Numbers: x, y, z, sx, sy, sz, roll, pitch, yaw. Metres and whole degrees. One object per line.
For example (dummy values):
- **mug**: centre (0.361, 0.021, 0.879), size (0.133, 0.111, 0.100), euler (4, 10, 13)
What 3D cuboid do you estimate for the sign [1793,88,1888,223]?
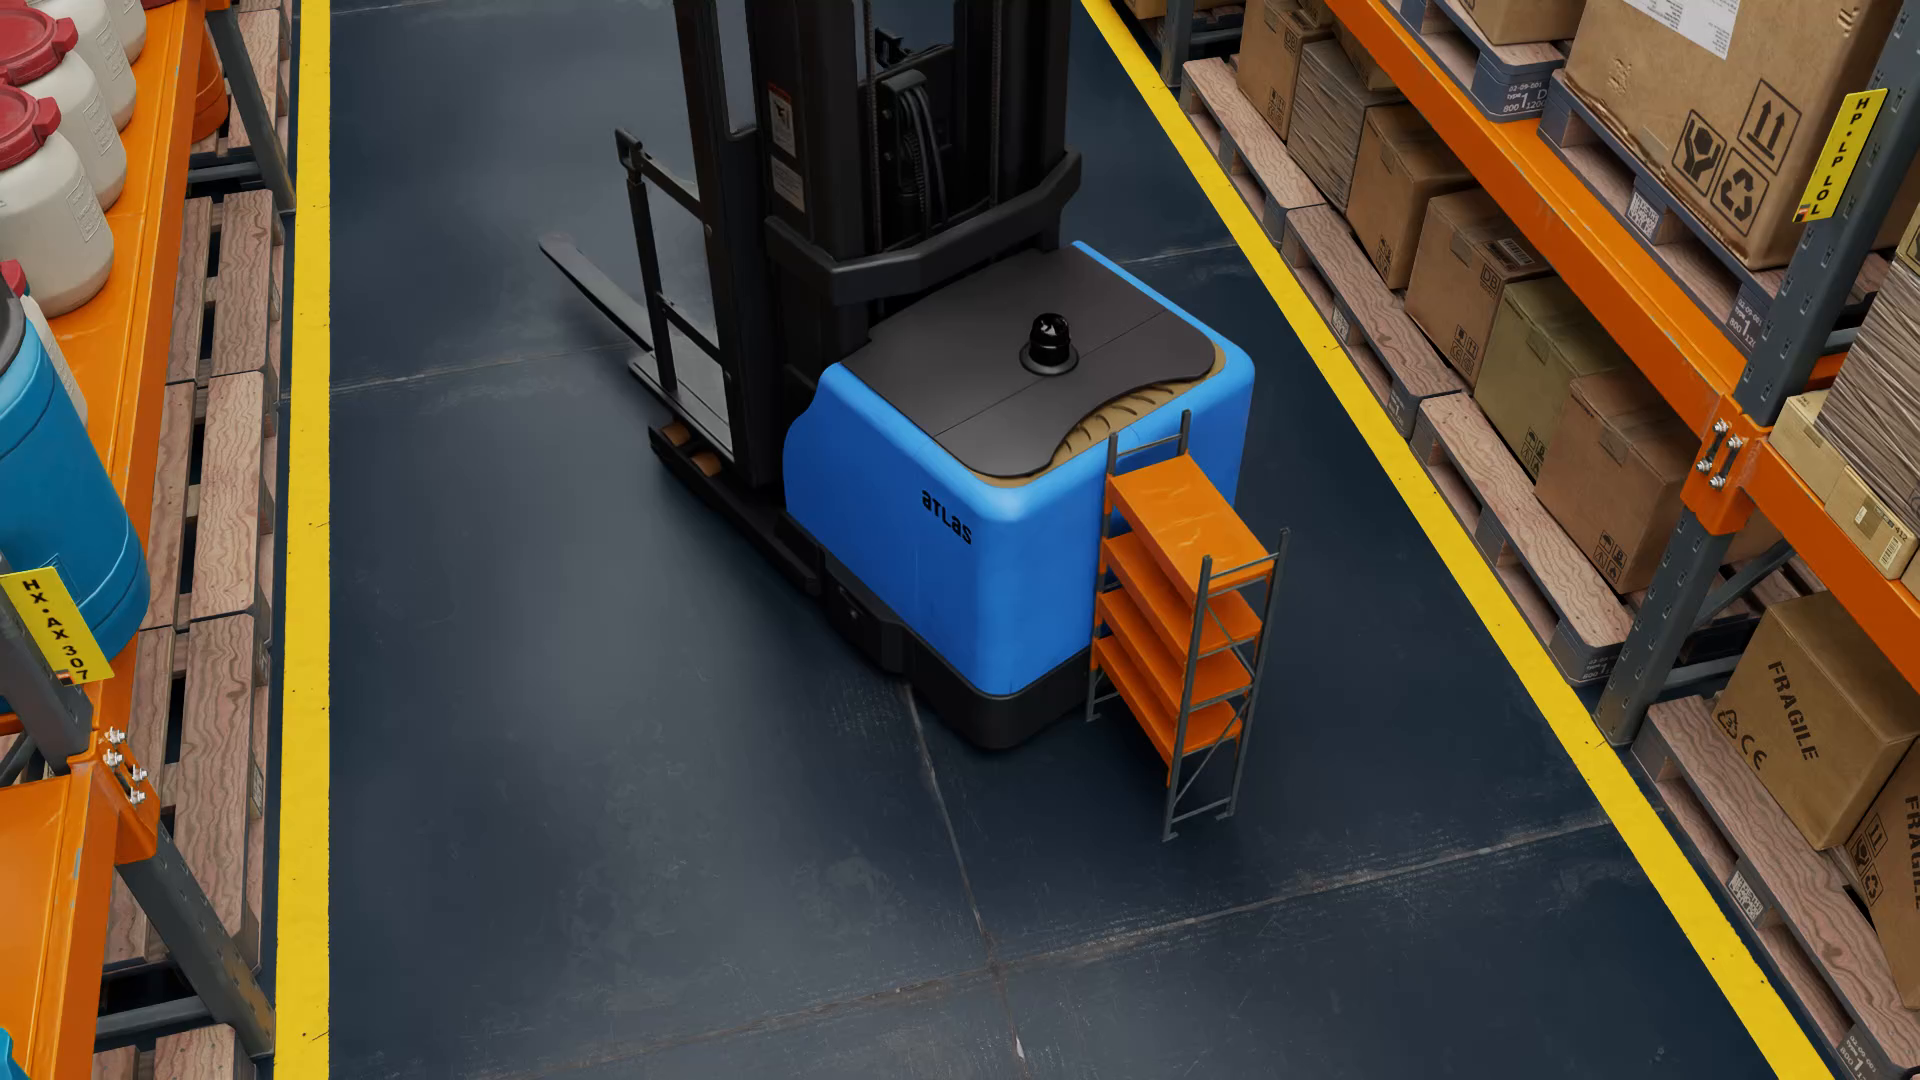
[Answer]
- **sign**: centre (1.937, -0.842, 3.665), size (0.100, 0.325, 0.005), euler (-11, 47, -10)

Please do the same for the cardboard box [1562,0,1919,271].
- **cardboard box**: centre (2.404, -1.472, 4.379), size (1.000, 1.000, 1.000), euler (-10, 46, -10)

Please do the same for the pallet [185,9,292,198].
- **pallet**: centre (-3.582, -1.958, 7.521), size (1.003, 0.211, 1.213), euler (-11, 47, -10)

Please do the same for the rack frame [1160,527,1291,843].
- **rack frame**: centre (0.701, 0.429, 4.490), size (0.240, 1.200, 0.015), euler (-18, 48, -17)

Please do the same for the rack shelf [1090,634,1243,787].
- **rack shelf**: centre (0.601, 0.456, 4.836), size (0.258, 0.148, 0.480), euler (-18, 48, -17)

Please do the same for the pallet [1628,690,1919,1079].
- **pallet**: centre (2.678, 0.892, 4.728), size (1.003, 0.211, 1.213), euler (-11, 47, -10)

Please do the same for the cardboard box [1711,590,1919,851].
- **cardboard box**: centre (2.536, 0.470, 4.645), size (0.500, 0.500, 0.500), euler (-12, 47, -12)

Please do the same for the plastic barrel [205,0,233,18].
- **plastic barrel**: centre (-3.770, -2.815, 7.802), size (0.600, 0.588, 0.708), euler (-11, 47, -10)

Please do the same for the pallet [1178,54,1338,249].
- **pallet**: centre (1.647, -1.787, 7.353), size (1.003, 0.211, 1.213), euler (-11, 47, -10)

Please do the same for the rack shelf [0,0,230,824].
- **rack shelf**: centre (-2.828, -0.765, 4.903), size (1.077, 0.370, 4.000), euler (-11, 47, -10)

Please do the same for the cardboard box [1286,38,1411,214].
- **cardboard box**: centre (1.794, -1.742, 6.799), size (0.700, 0.500, 0.500), euler (-14, 47, -14)

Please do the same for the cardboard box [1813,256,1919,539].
- **cardboard box**: centre (2.528, -0.358, 3.723), size (0.875, 0.500, 0.500), euler (-11, 47, -10)

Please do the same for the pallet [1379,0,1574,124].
- **pallet**: centre (1.995, -1.876, 5.623), size (1.003, 0.211, 1.213), euler (-11, 47, -10)

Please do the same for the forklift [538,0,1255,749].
- **forklift**: centre (-0.458, -1.384, 5.054), size (1.130, 2.935, 3.031), euler (-31, 53, -26)

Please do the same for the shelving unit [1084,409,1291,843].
- **shelving unit**: centre (0.601, 0.270, 4.646), size (0.258, 1.200, 0.503), euler (-18, 48, -17)

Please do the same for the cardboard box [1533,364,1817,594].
- **cardboard box**: centre (2.336, -0.248, 5.335), size (0.700, 0.500, 0.500), euler (-14, 47, -13)

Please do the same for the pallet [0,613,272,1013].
- **pallet**: centre (-2.554, 0.805, 4.813), size (1.003, 0.211, 1.213), euler (-11, 47, -10)

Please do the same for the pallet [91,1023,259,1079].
- **pallet**: centre (-2.184, 1.812, 3.827), size (1.003, 0.211, 1.213), euler (-11, 47, -10)

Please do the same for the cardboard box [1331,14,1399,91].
- **cardboard box**: centre (1.794, -2.023, 6.549), size (0.500, 0.250, 0.500), euler (-6, 46, -6)

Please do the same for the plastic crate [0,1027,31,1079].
- **plastic crate**: centre (-1.770, 1.131, 2.646), size (0.499, 0.251, 0.616), euler (-11, 47, -10)

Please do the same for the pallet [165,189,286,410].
- **pallet**: centre (-3.179, -0.879, 6.464), size (1.003, 0.211, 1.213), euler (-11, 47, -10)

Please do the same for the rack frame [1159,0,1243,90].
- **rack frame**: centre (1.448, -3.303, 6.887), size (1.000, 3.000, 0.127), euler (-11, 47, -10)

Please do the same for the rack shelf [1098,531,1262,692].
- **rack shelf**: centre (0.601, 0.160, 4.534), size (0.258, 0.148, 0.480), euler (-18, 48, -17)

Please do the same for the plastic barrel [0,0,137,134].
- **plastic barrel**: centre (-2.762, -1.474, 5.016), size (0.421, 0.512, 0.421), euler (0, 46, 0)

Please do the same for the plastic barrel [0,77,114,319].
- **plastic barrel**: centre (-2.536, -0.890, 4.427), size (0.433, 0.535, 0.433), euler (0, 46, 0)

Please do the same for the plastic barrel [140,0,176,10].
- **plastic barrel**: centre (-2.928, -2.180, 5.691), size (0.600, 0.536, 0.708), euler (-11, 47, -10)

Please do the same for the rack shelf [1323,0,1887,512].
- **rack shelf**: centre (1.960, -1.670, 5.790), size (1.077, 0.370, 4.000), euler (-11, 47, -10)

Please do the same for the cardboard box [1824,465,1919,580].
- **cardboard box**: centre (2.288, -0.075, 3.899), size (0.380, 0.149, 0.250), euler (-11, 47, -10)

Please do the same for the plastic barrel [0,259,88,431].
- **plastic barrel**: centre (-2.349, -0.384, 3.931), size (0.433, 0.535, 0.433), euler (0, 46, 0)

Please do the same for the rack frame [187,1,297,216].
- **rack frame**: centre (-3.340, -2.397, 5.999), size (1.000, 3.000, 0.127), euler (-11, 47, -10)

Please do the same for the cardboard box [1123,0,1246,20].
- **cardboard box**: centre (1.292, -3.186, 7.966), size (1.225, 0.875, 0.875), euler (-13, 47, -12)

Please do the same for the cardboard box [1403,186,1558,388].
- **cardboard box**: centre (2.088, -0.967, 6.040), size (0.700, 0.500, 0.500), euler (-14, 47, -14)
